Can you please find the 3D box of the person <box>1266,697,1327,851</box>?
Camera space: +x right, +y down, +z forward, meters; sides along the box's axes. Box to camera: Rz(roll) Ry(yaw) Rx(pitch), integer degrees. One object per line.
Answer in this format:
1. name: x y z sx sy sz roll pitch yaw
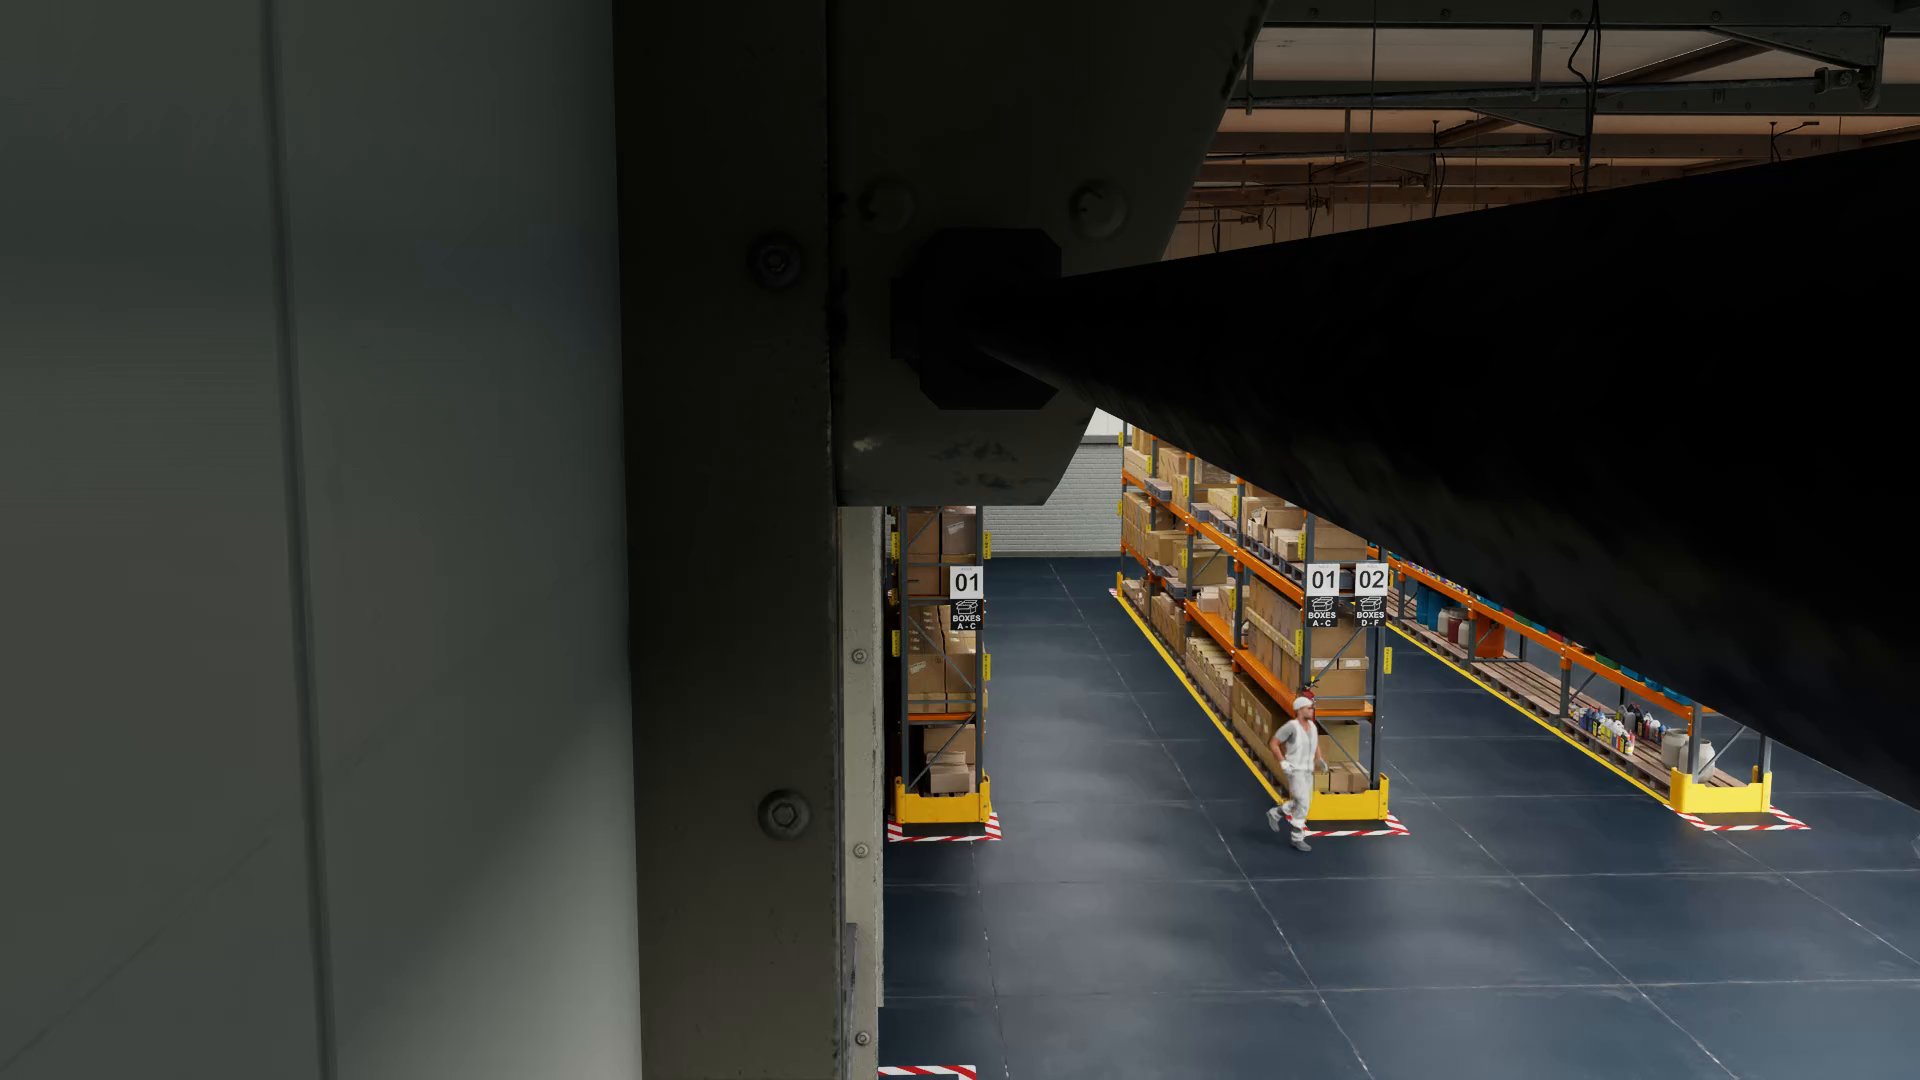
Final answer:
1. person: 3.981 2.723 19.673 0.705 1.756 0.721 -7 10 -39
